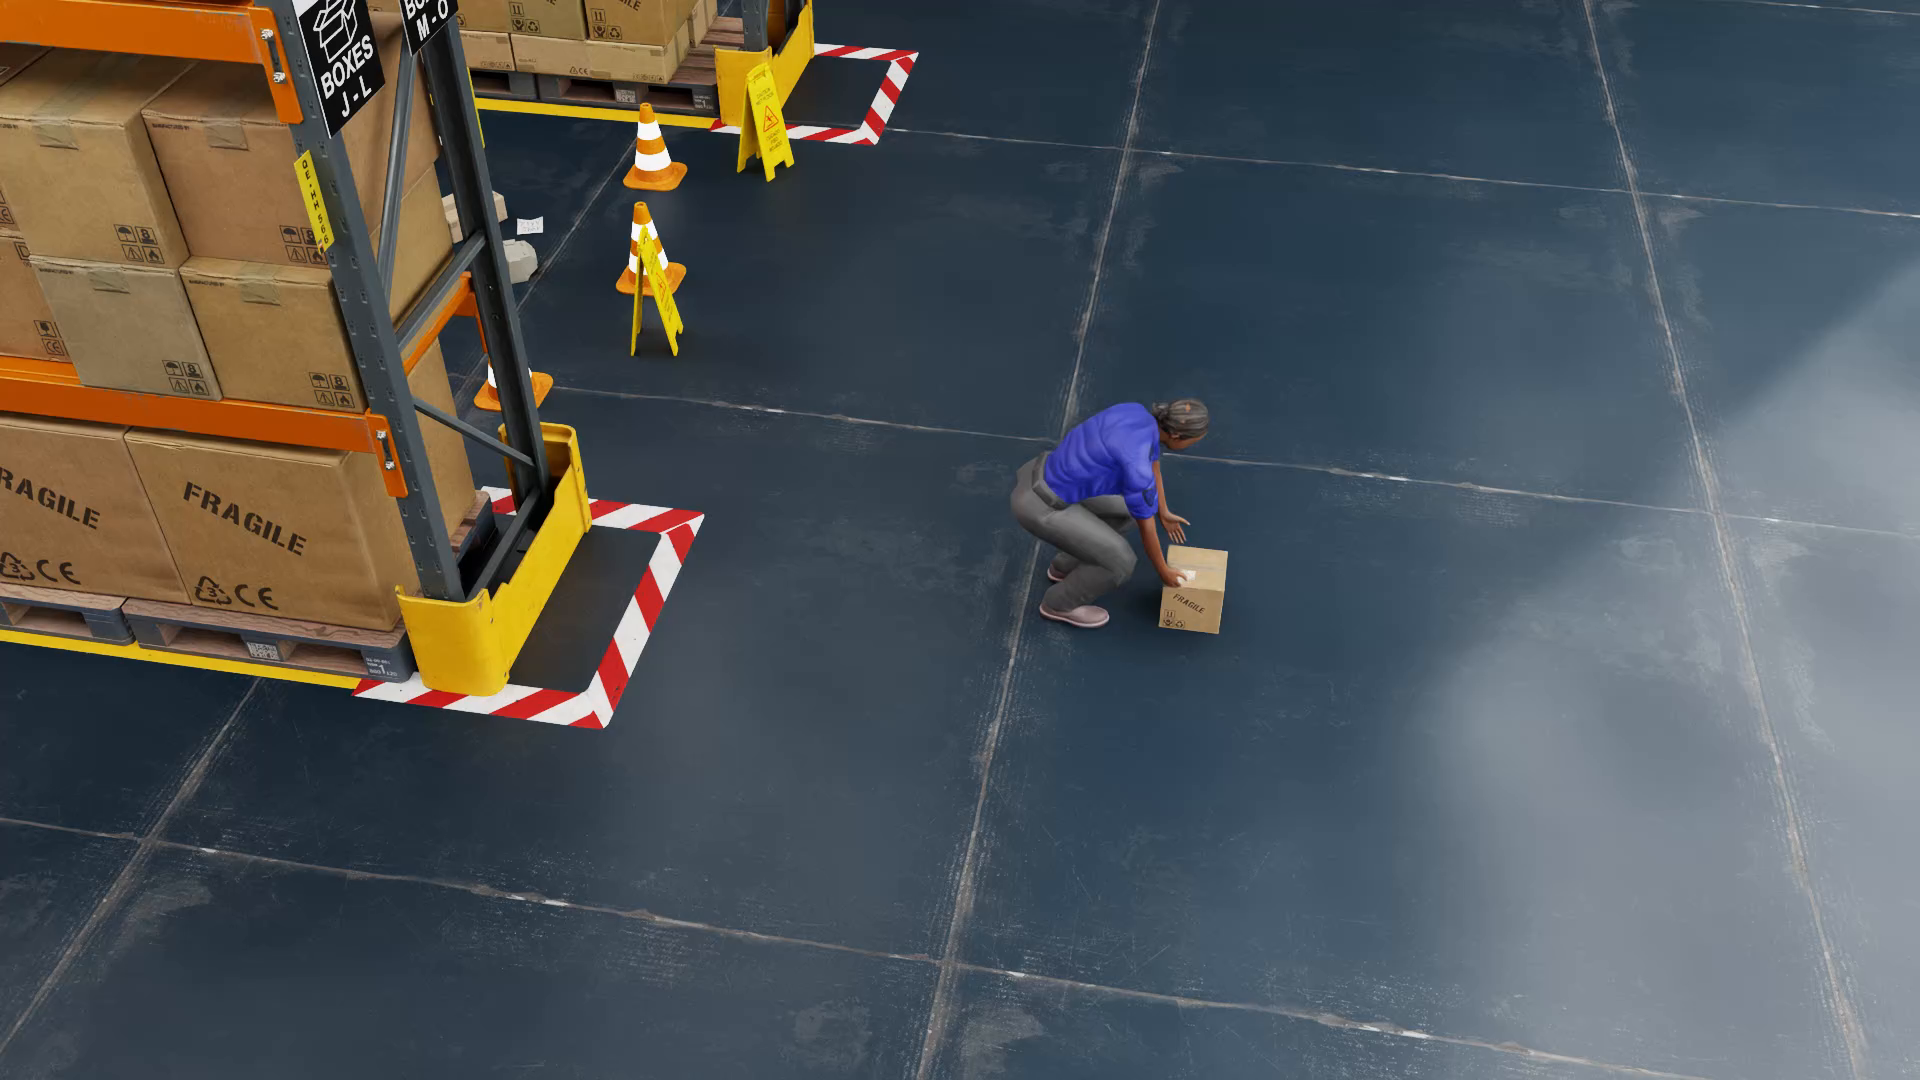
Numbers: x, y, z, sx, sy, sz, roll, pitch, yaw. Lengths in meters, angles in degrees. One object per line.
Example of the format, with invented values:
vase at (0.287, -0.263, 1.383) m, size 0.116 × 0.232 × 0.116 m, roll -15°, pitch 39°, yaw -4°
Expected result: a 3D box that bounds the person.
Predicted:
person at (0.597, -0.155, 6.811) m, size 0.763 × 1.052 × 0.494 m, roll 7°, pitch 41°, yaw 7°
